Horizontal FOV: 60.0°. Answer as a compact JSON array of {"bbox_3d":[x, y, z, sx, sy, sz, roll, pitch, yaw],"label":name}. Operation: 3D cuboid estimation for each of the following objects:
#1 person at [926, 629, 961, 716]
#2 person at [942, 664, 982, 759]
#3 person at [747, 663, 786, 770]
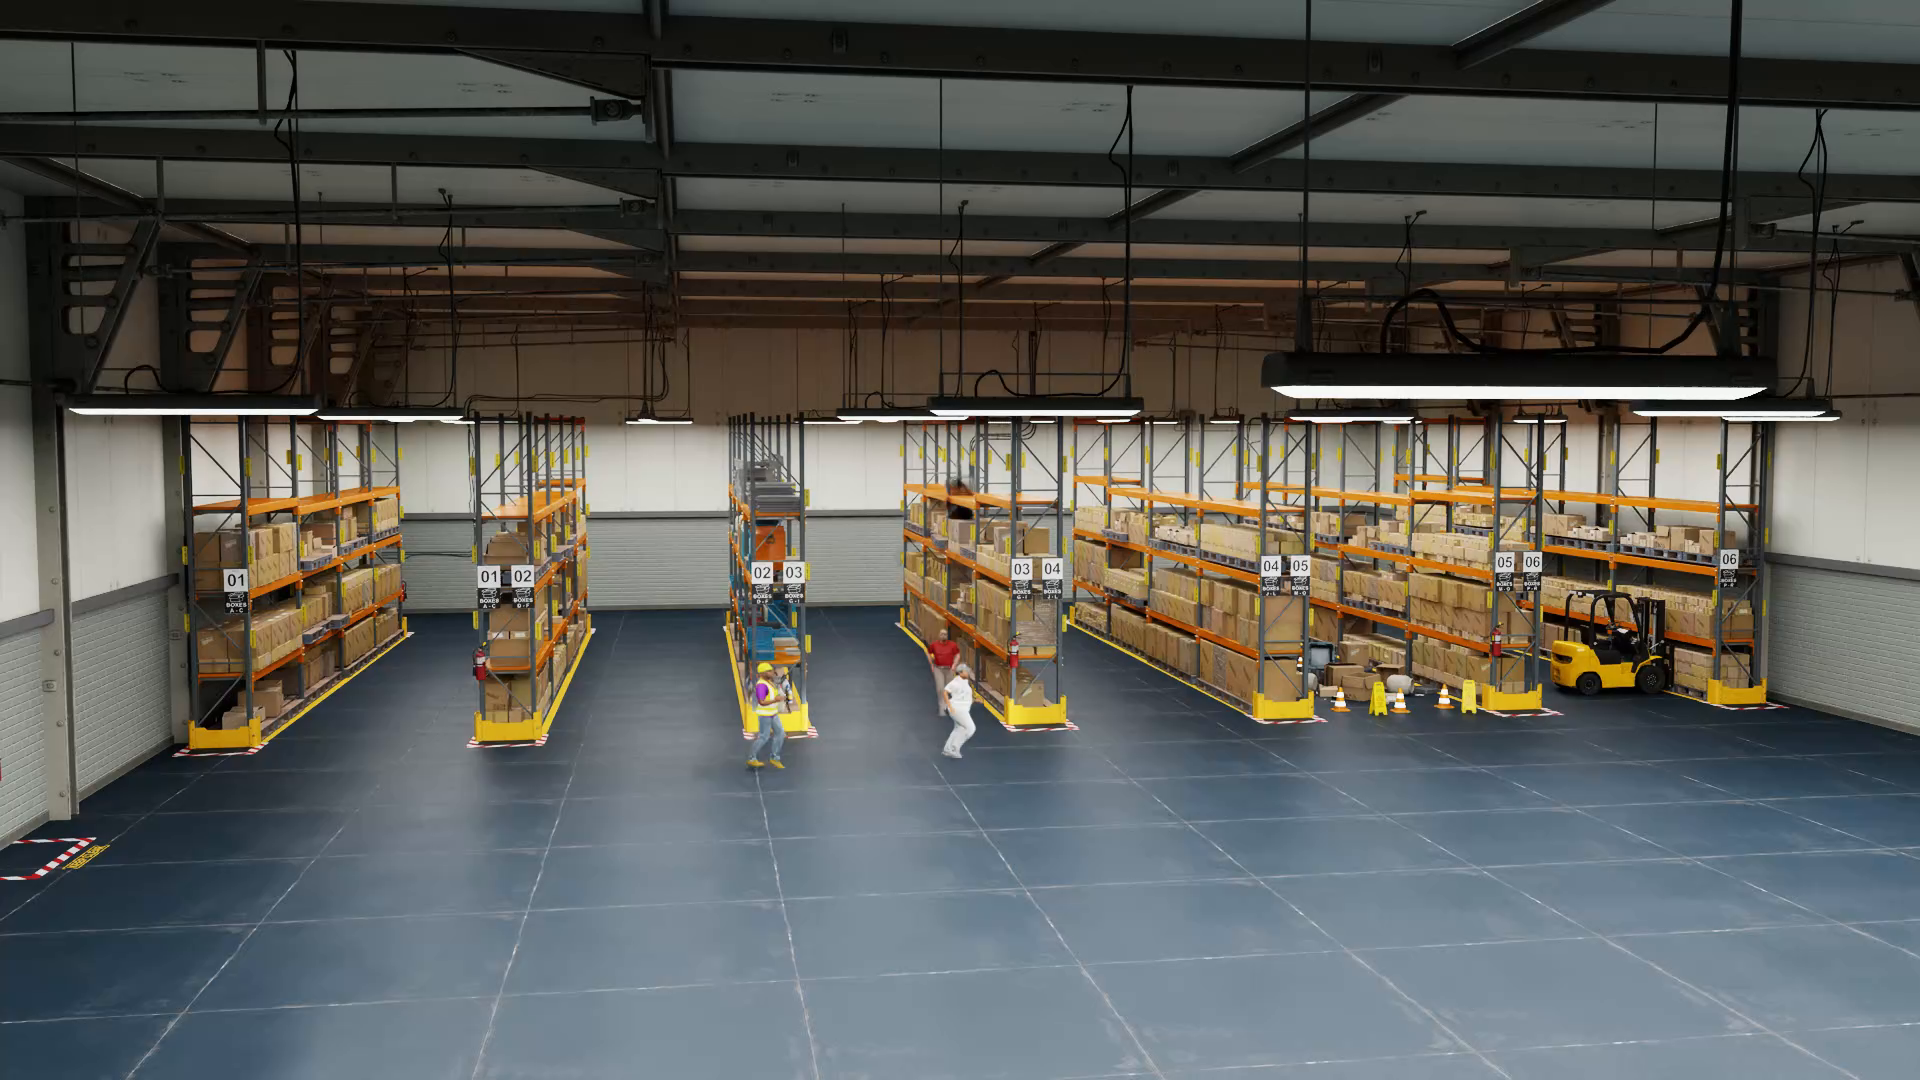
[{"bbox_3d":[-0.328,2.629,33.262,0.679,1.716,0.770,0,4,-6],"label":"person"},{"bbox_3d":[0.036,2.948,28.662,0.704,1.631,0.576,1,4,17],"label":"person"},{"bbox_3d":[-3.208,2.956,27.734,0.717,1.825,0.674,1,4,14],"label":"person"}]
